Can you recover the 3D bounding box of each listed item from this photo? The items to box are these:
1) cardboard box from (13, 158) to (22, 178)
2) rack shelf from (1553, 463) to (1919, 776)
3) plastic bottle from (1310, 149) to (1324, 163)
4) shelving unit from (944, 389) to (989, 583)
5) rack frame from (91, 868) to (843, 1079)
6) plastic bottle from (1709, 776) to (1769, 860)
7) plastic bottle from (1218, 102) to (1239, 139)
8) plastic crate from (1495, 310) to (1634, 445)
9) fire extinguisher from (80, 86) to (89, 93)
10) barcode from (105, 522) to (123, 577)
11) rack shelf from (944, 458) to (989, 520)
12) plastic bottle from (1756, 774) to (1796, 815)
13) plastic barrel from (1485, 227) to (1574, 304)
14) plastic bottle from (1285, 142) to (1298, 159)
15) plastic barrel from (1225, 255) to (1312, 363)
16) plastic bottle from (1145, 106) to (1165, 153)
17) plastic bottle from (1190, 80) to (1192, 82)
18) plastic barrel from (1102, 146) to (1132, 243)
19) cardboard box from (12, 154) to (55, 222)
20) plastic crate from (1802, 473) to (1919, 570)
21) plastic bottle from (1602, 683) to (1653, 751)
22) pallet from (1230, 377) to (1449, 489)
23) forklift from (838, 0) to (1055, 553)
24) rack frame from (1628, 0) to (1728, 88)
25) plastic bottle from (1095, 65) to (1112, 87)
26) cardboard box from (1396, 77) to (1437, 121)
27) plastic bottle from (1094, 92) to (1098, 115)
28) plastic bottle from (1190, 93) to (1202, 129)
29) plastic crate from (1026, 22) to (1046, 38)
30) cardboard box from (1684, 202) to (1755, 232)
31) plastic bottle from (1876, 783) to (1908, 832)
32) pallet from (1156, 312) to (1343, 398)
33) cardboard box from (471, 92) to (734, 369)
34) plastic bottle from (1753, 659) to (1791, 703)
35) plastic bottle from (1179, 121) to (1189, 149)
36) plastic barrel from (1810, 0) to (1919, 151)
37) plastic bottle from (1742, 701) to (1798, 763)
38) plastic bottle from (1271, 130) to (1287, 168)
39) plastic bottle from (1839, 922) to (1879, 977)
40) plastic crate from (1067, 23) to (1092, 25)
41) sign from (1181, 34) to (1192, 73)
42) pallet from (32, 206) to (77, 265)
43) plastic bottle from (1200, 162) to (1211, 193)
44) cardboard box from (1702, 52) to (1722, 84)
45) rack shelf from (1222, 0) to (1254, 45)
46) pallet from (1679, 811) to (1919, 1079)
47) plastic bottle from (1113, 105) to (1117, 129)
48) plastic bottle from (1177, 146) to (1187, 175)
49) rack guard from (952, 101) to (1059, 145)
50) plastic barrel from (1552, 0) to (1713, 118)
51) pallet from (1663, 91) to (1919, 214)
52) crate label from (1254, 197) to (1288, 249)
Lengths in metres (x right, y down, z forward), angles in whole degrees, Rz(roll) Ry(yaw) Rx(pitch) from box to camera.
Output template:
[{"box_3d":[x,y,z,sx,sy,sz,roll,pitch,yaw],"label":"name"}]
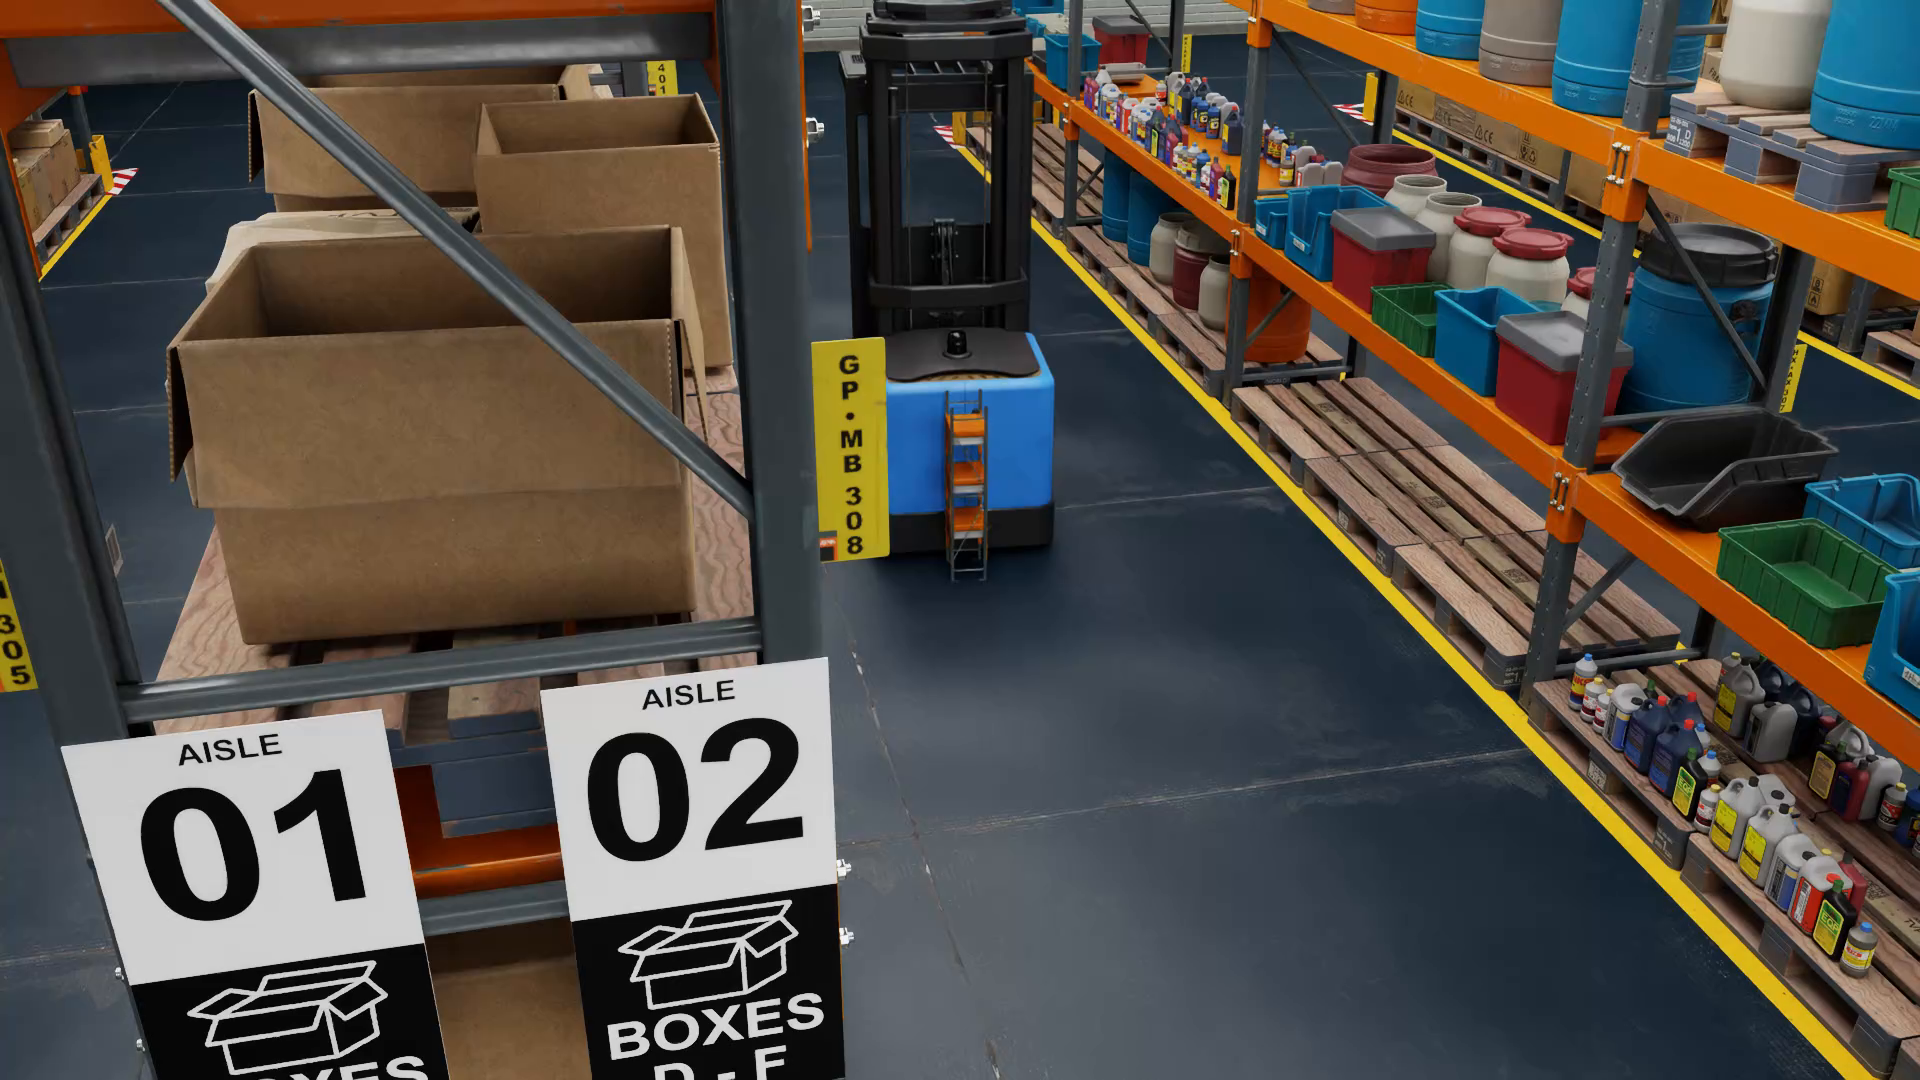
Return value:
[{"box_3d":[-8.306,-3.162,14.273,0.380,0.149,0.250,-7,28,-13],"label":"cardboard box"},{"box_3d":[3.685,0.641,5.949,1.077,0.370,4.000,-6,27,-12],"label":"rack shelf"},{"box_3d":[2.521,-2.633,11.768,0.061,0.283,0.133,-6,27,-12],"label":"plastic bottle"},{"box_3d":[0.035,-0.293,9.165,0.215,1.050,0.252,-3,27,-6],"label":"shelving unit"},{"box_3d":[-0.691,1.700,3.054,1.000,3.000,0.127,-6,27,-12],"label":"rack frame"},{"box_3d":[3.150,1.094,6.704,0.144,0.351,0.185,-6,27,-12],"label":"plastic bottle"},{"box_3d":[2.114,-3.331,13.159,0.152,0.276,0.135,-6,27,-12],"label":"plastic bottle"},{"box_3d":[2.827,-0.768,7.871,0.402,0.464,0.583,-6,27,-12],"label":"plastic crate"},{"box_3d":[-8.706,-4.732,16.296,0.296,0.674,0.183,-6,27,-12],"label":"fire extinguisher"},{"box_3d":[-1.229,0.018,2.412,0.001,0.075,0.075,-6,27,-12],"label":"barcode"},{"box_3d":[0.035,-0.283,9.170,0.215,0.259,0.240,-3,27,-6],"label":"rack shelf"},{"box_3d":[3.289,1.102,6.773,0.152,0.276,0.135,-6,27,-12],"label":"plastic bottle"},{"box_3d":[3.067,-1.383,9.010,0.433,0.535,0.433,0,27,0],"label":"plastic barrel"},{"box_3d":[2.388,-2.730,11.972,0.097,0.271,0.097,0,27,0],"label":"plastic bottle"},{"box_3d":[2.206,-1.745,11.822,0.600,0.830,0.708,-6,27,-12],"label":"plastic barrel"},{"box_3d":[1.502,-3.142,12.700,0.144,0.351,0.185,-6,27,-12],"label":"plastic bottle"},{"box_3d":[1.918,-3.714,13.917,0.152,0.276,0.135,-6,27,-12],"label":"plastic bottle"},{"box_3d":[1.538,-3.080,14.386,0.600,0.901,0.708,-6,27,-12],"label":"plastic barrel"},{"box_3d":[-8.640,-3.154,14.977,0.700,0.500,0.500,-7,28,-13],"label":"cardboard box"},{"box_3d":[3.748,-0.033,6.652,0.499,0.251,0.616,-6,27,-12],"label":"plastic crate"},{"box_3d":[2.979,0.785,7.400,0.152,0.276,0.135,-5,27,-10],"label":"plastic bottle"},{"box_3d":[2.470,-0.725,10.952,1.003,0.211,1.213,-6,27,-12],"label":"pallet"},{"box_3d":[-0.147,-1.870,10.203,1.130,2.935,3.031,-3,27,-6],"label":"forklift"},{"box_3d":[3.235,-3.236,6.174,1.000,3.000,0.127,-6,27,-12],"label":"rack frame"},{"box_3d":[1.204,-3.843,14.089,0.144,0.351,0.185,-6,27,-12],"label":"plastic bottle"},{"box_3d":[5.578,-5.295,18.803,0.875,0.875,0.875,-6,27,-12],"label":"cardboard box"},{"box_3d":[1.172,-3.669,13.911,0.097,0.201,0.097,0,27,0],"label":"plastic bottle"},{"box_3d":[1.914,-3.469,13.438,0.097,0.271,0.097,0,27,0],"label":"plastic bottle"},{"box_3d":[0.629,-4.926,16.300,0.416,0.233,0.300,-6,27,-12],"label":"plastic crate"},{"box_3d":[6.830,-2.753,13.767,1.225,0.875,0.875,-6,27,-11],"label":"cardboard box"},{"box_3d":[3.863,1.095,6.868,0.097,0.201,0.097,0,27,0],"label":"plastic bottle"},{"box_3d":[2.115,-1.411,12.311,1.003,0.211,1.213,-6,27,-12],"label":"pallet"},{"box_3d":[-0.799,-0.691,3.729,0.500,0.500,0.500,-6,27,-12],"label":"cardboard box"},{"box_3d":[3.660,0.682,7.522,0.144,0.351,0.185,-7,28,-13],"label":"plastic bottle"},{"box_3d":[1.668,-2.993,12.481,0.061,0.283,0.133,-6,27,-12],"label":"plastic bottle"},{"box_3d":[3.355,-1.860,5.755,0.600,0.901,0.708,-6,27,-12],"label":"plastic barrel"},{"box_3d":[3.565,0.826,7.320,0.152,0.276,0.135,-6,27,-12],"label":"plastic bottle"},{"box_3d":[2.365,-2.896,12.301,0.097,0.271,0.097,0,27,0],"label":"plastic bottle"},{"box_3d":[3.295,1.489,6.088,0.097,0.201,0.097,0,27,0],"label":"plastic bottle"},{"box_3d":[1.243,-4.902,16.253,0.416,0.233,0.300,-6,27,-12],"label":"plastic crate"},{"box_3d":[1.968,-4.248,14.531,0.100,0.325,0.005,-6,27,-12],"label":"sign"},{"box_3d":[-8.594,-2.697,14.860,1.003,0.211,1.213,-6,27,-12],"label":"pallet"},{"box_3d":[1.744,-2.556,11.705,0.097,0.201,0.097,0,27,0],"label":"plastic bottle"},{"box_3d":[6.465,-3.723,13.687,0.500,0.500,0.500,-5,27,-11],"label":"cardboard box"},{"box_3d":[1.882,-4.210,12.231,1.077,0.370,4.000,-6,27,-12],"label":"rack shelf"},{"box_3d":[3.624,1.523,6.499,1.003,0.211,1.213,-6,27,-12],"label":"pallet"},{"box_3d":[1.291,-3.439,13.456,0.097,0.201,0.097,0,27,0],"label":"plastic bottle"},{"box_3d":[1.634,-2.770,12.129,0.097,0.201,0.097,0,27,0],"label":"plastic bottle"},{"box_3d":[0.512,-4.719,18.545,1.175,0.500,0.348,-6,27,-12],"label":"rack guard"},{"box_3d":[2.908,-2.322,7.136,0.600,0.901,0.708,-6,27,-12],"label":"plastic barrel"},{"box_3d":[3.492,-1.506,6.285,1.213,0.211,1.003,-6,27,-12],"label":"pallet"},{"box_3d":[2.063,-2.016,10.601,0.303,0.233,0.416,-6,27,-12],"label":"crate label"}]
